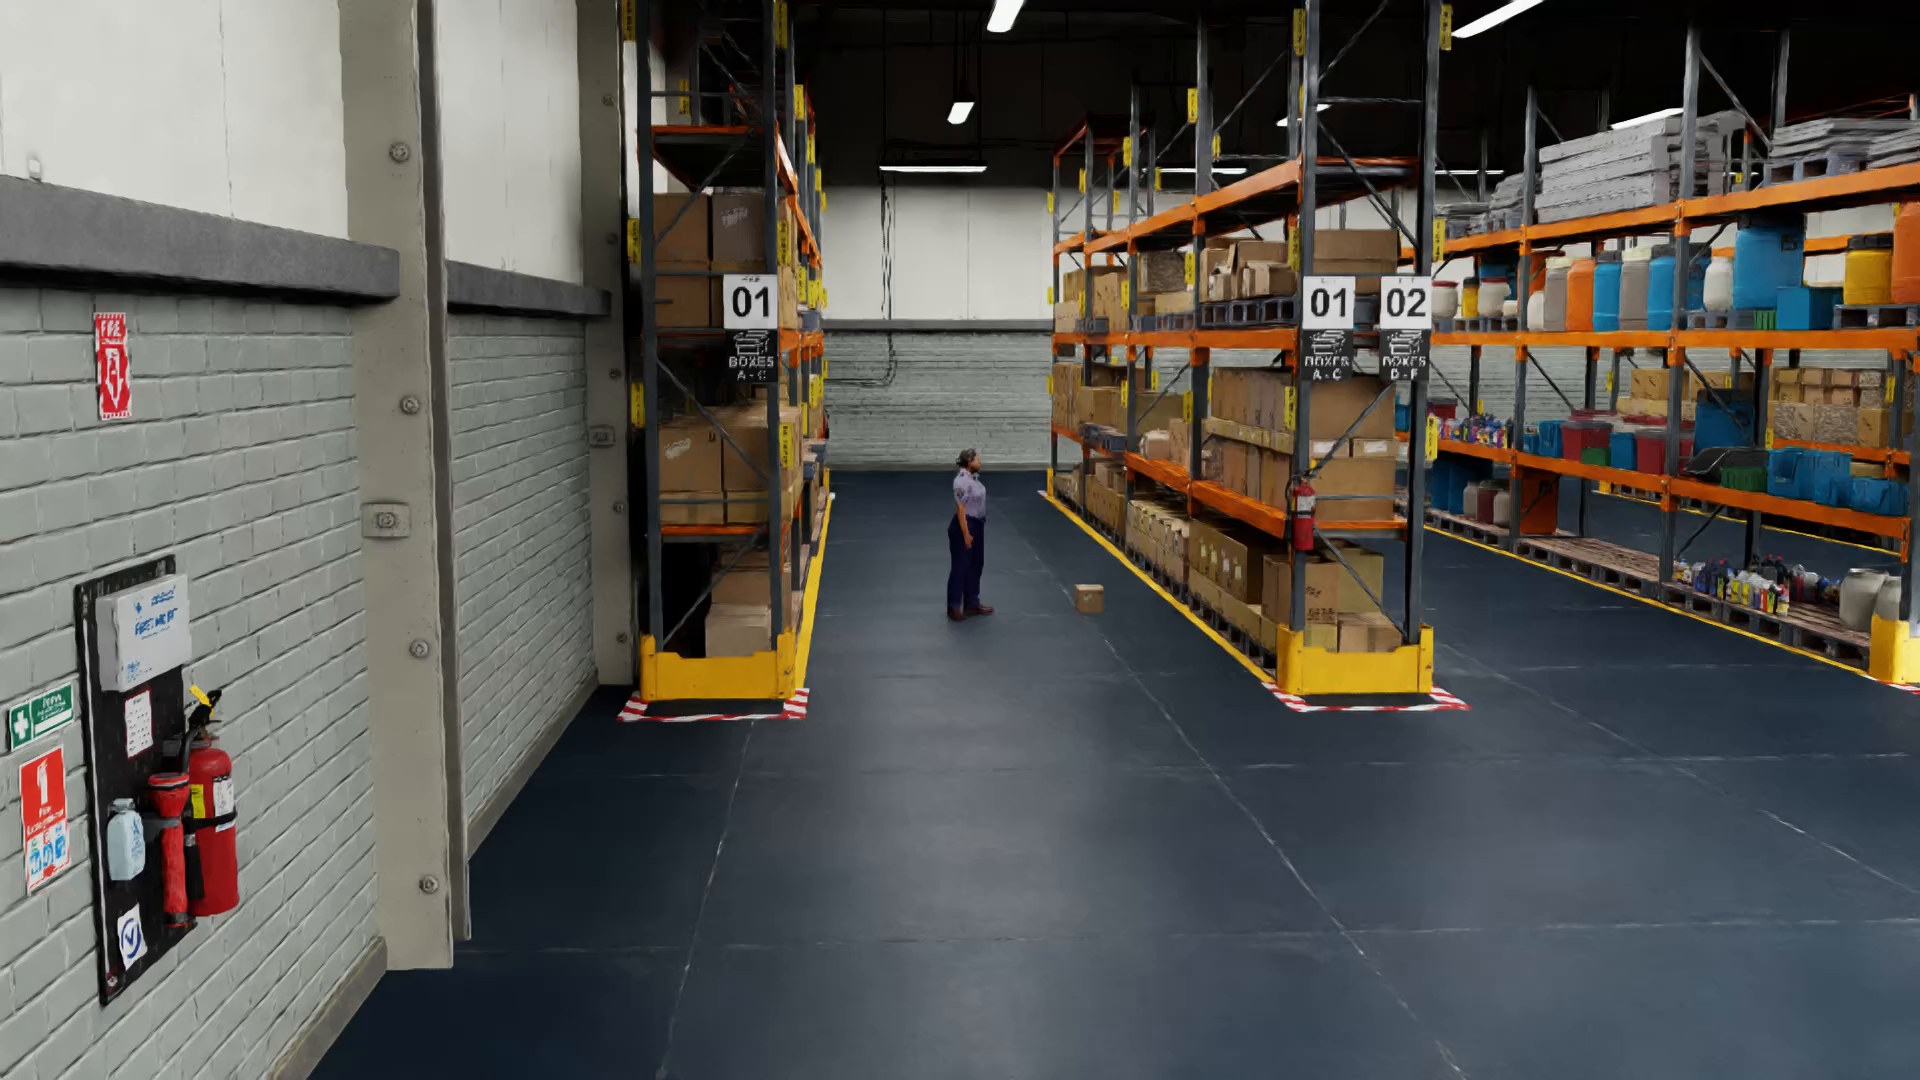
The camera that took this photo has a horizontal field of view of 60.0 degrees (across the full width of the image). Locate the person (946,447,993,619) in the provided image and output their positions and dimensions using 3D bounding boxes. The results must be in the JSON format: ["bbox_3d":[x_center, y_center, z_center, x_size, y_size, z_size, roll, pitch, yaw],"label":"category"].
[{"bbox_3d":[0.080,-0.082,16.297,0.374,1.653,0.602,2,7,18],"label":"person"}]
